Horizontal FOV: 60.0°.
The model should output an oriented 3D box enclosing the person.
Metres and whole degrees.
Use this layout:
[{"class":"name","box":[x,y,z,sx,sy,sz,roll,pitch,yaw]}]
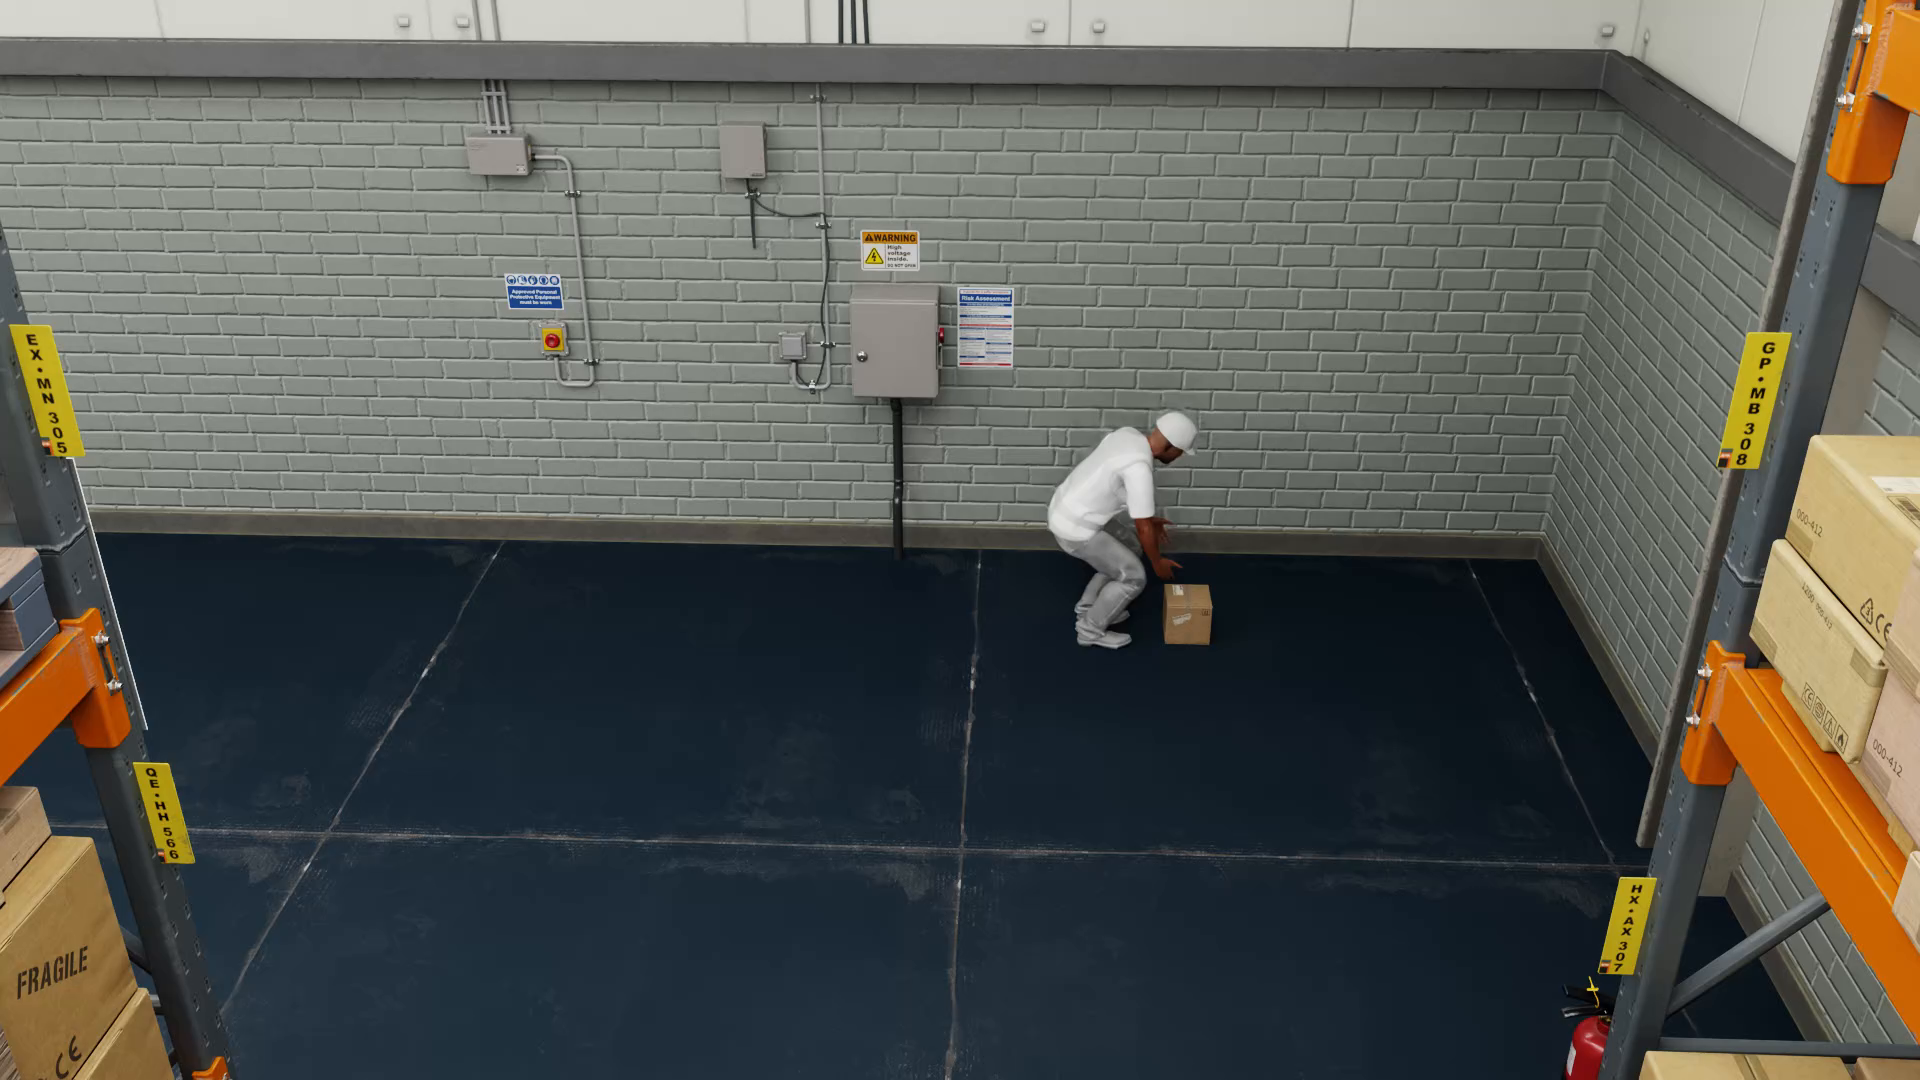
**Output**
[{"class":"person","box":[0.880,-0.088,9.221,0.792,1.340,0.631,1,28,2]}]
